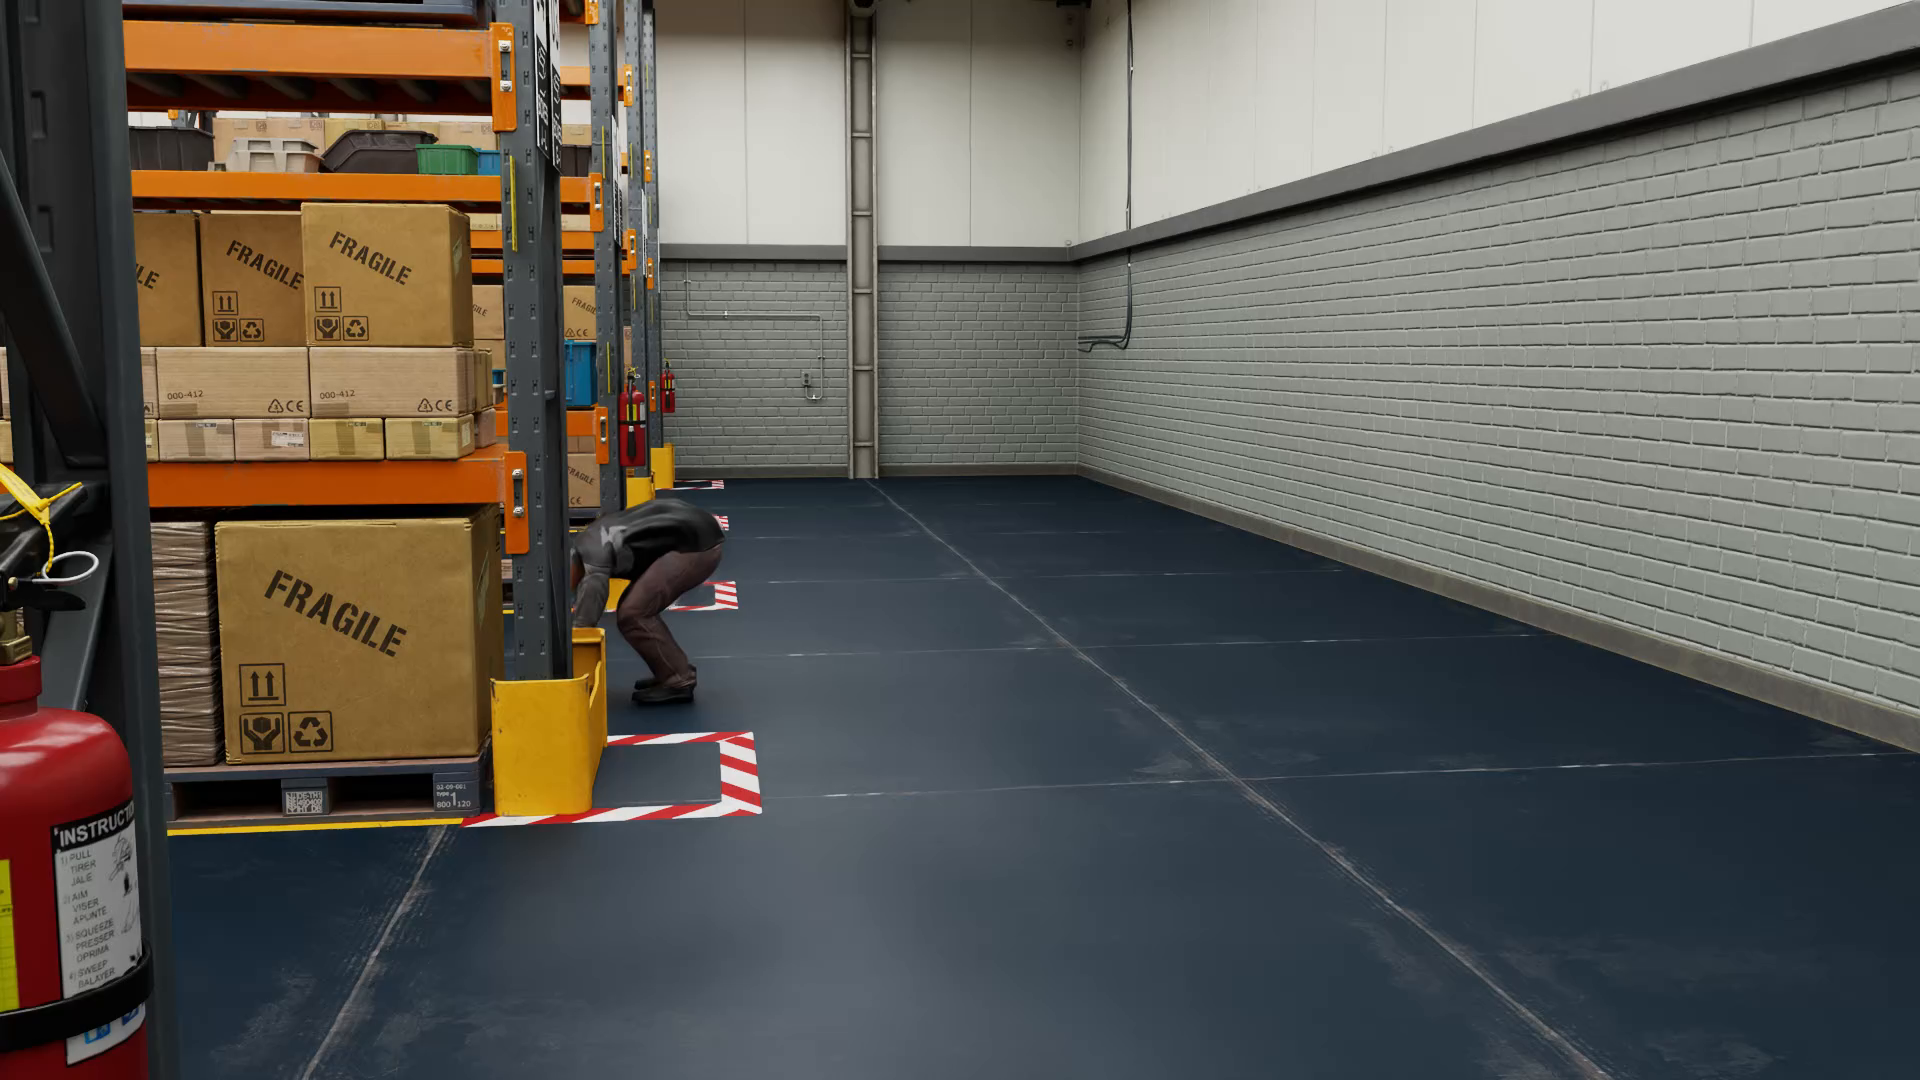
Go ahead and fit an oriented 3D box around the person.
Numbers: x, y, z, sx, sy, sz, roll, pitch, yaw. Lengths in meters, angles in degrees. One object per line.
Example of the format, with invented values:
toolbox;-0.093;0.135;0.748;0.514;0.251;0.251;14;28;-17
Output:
person;-1.615;0.289;8.091;0.944;0.973;0.511;-1;7;-11
